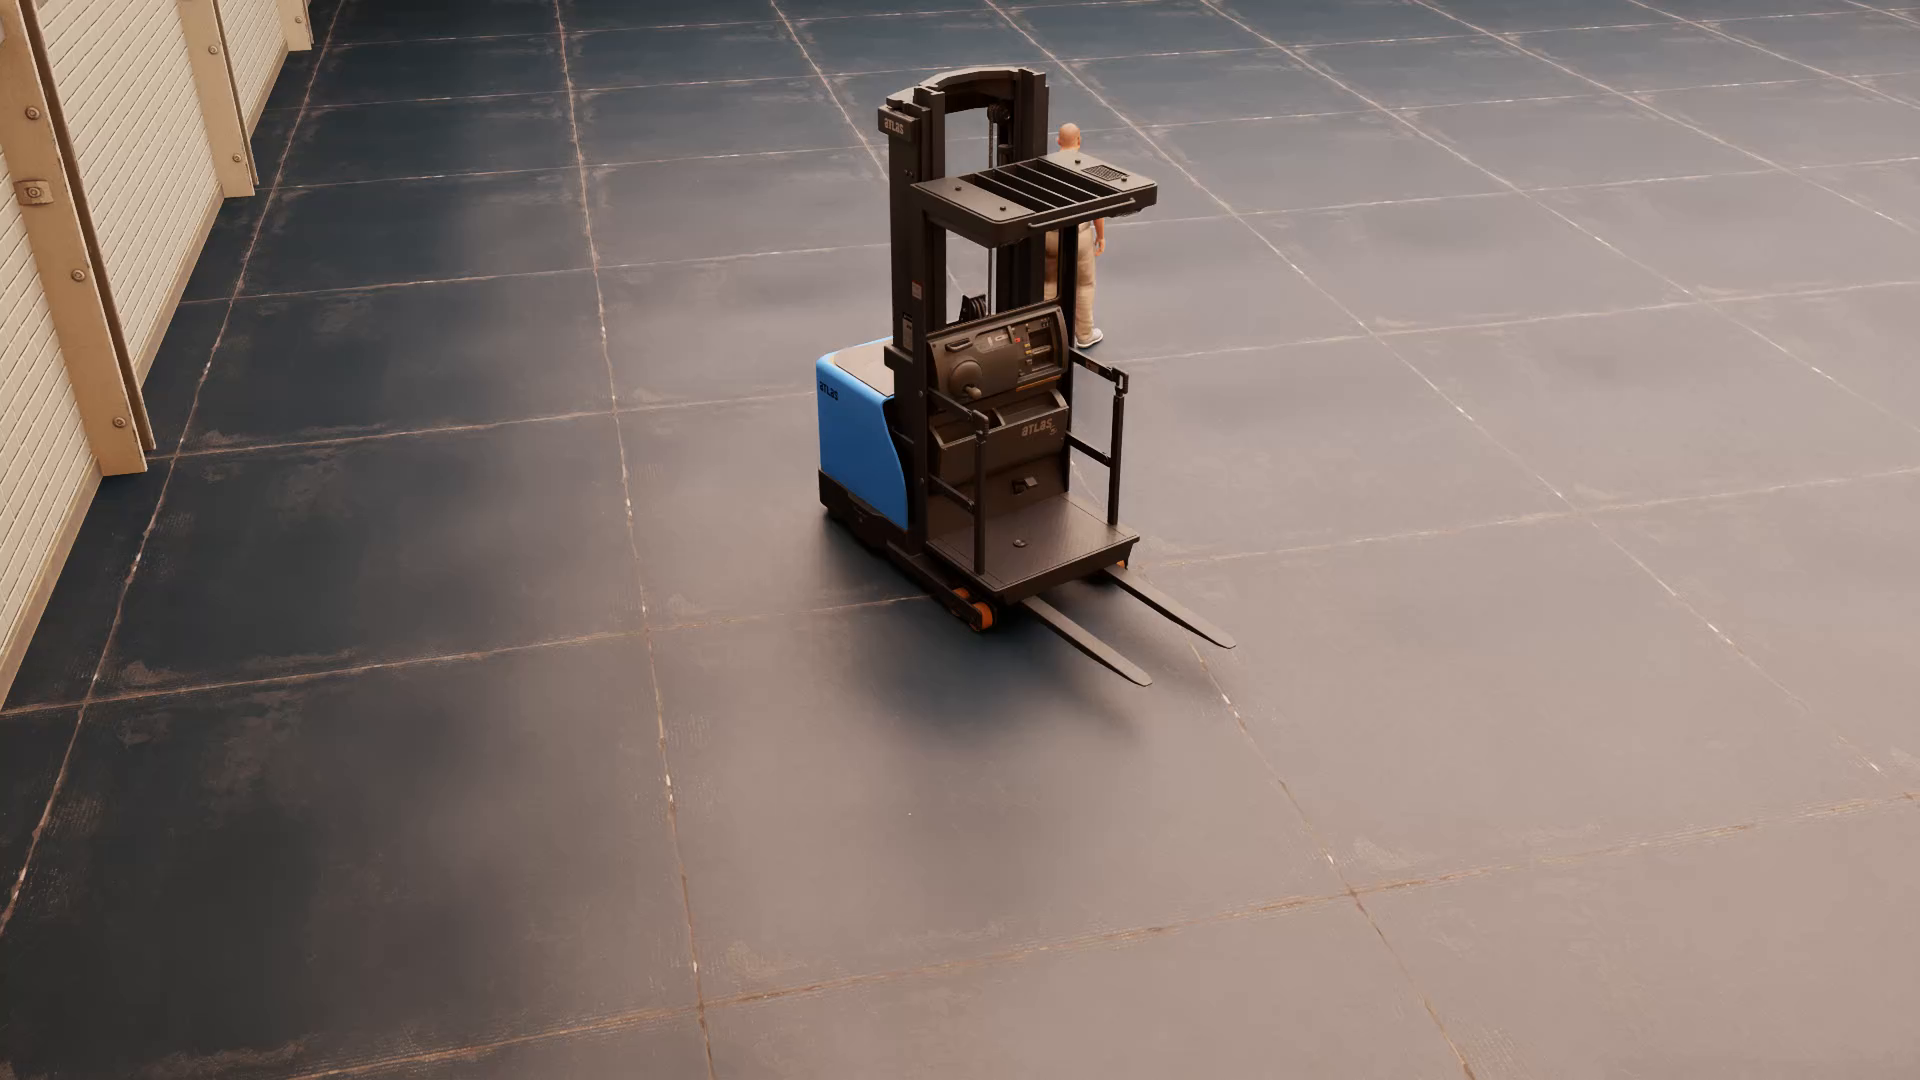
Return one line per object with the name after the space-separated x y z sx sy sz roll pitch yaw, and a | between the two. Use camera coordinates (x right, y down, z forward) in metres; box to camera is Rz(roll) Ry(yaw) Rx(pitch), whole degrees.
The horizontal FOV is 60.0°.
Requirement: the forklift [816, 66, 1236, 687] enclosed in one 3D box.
0.355 -1.021 9.338 1.130 2.935 3.031 -20 35 -30 | forklift

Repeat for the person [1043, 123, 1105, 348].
0.826 -2.334 12.806 0.585 1.727 0.392 8 31 14 | person
